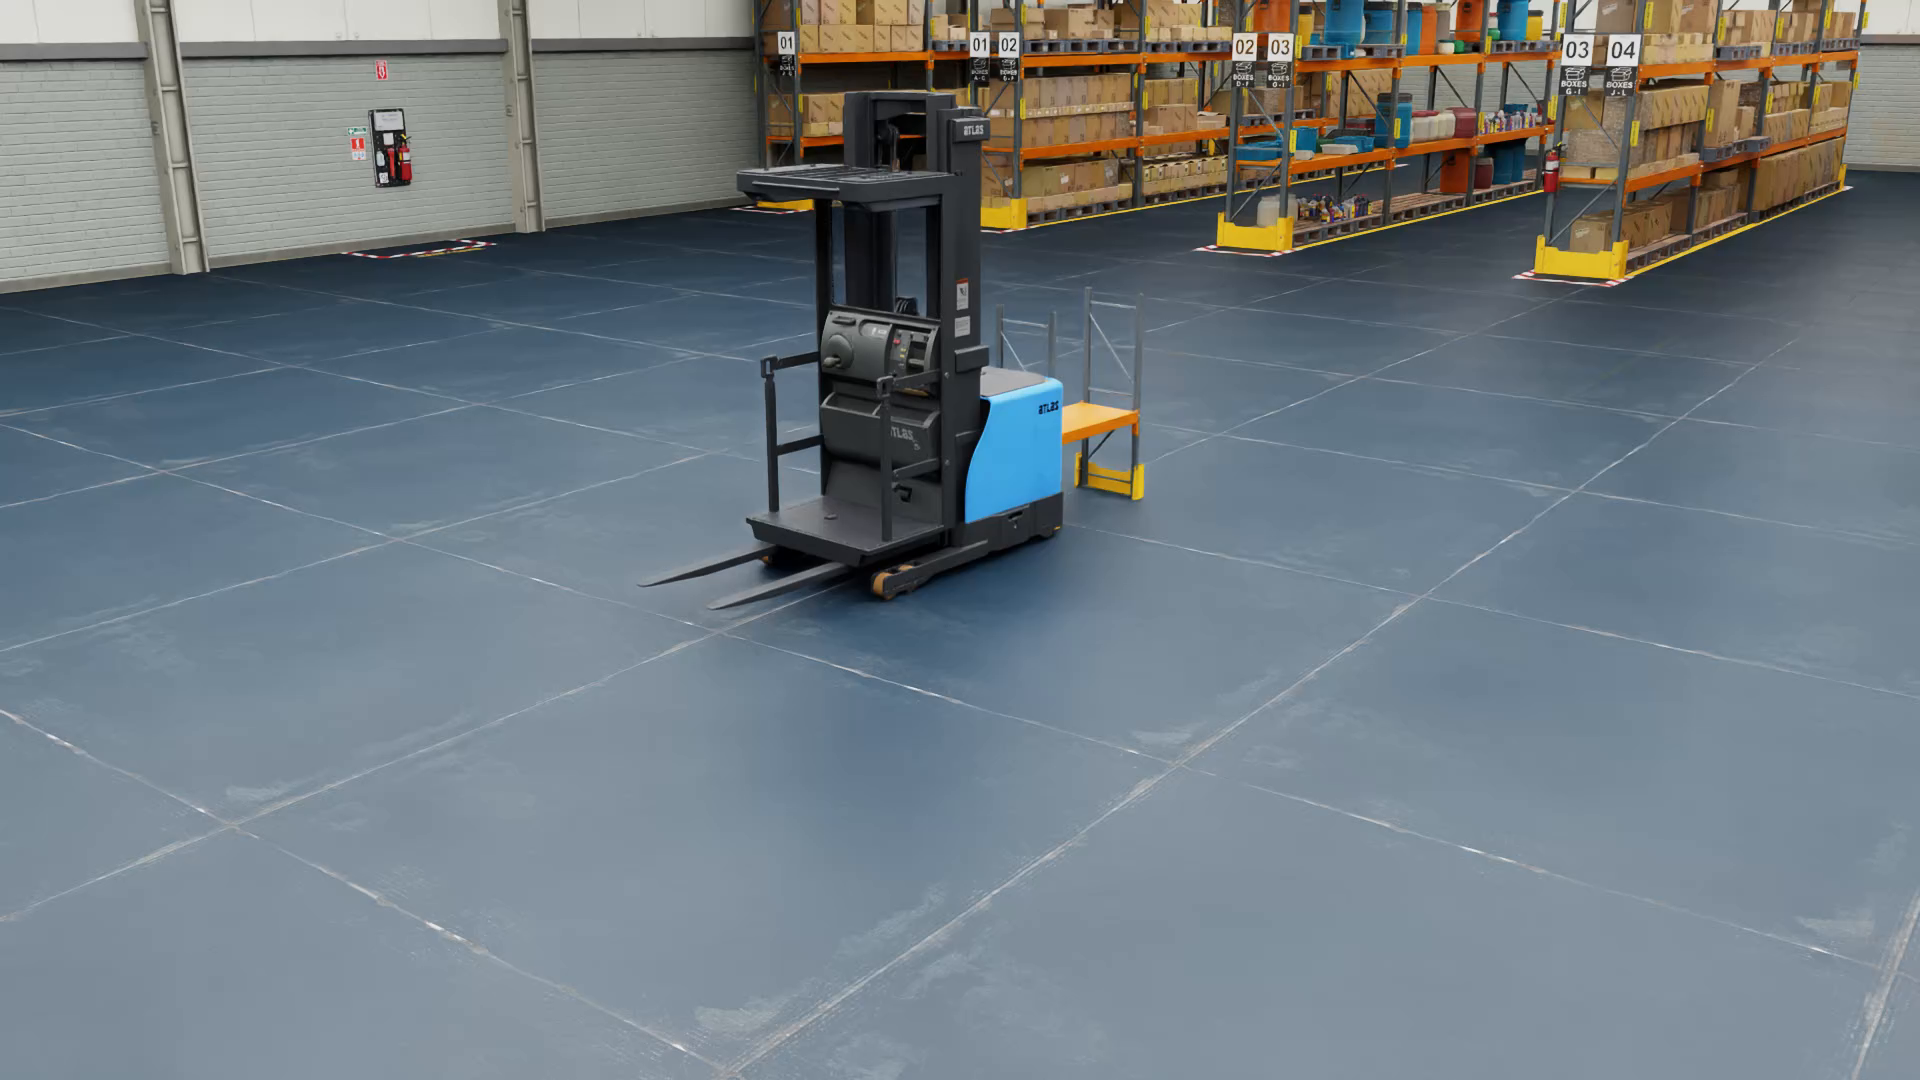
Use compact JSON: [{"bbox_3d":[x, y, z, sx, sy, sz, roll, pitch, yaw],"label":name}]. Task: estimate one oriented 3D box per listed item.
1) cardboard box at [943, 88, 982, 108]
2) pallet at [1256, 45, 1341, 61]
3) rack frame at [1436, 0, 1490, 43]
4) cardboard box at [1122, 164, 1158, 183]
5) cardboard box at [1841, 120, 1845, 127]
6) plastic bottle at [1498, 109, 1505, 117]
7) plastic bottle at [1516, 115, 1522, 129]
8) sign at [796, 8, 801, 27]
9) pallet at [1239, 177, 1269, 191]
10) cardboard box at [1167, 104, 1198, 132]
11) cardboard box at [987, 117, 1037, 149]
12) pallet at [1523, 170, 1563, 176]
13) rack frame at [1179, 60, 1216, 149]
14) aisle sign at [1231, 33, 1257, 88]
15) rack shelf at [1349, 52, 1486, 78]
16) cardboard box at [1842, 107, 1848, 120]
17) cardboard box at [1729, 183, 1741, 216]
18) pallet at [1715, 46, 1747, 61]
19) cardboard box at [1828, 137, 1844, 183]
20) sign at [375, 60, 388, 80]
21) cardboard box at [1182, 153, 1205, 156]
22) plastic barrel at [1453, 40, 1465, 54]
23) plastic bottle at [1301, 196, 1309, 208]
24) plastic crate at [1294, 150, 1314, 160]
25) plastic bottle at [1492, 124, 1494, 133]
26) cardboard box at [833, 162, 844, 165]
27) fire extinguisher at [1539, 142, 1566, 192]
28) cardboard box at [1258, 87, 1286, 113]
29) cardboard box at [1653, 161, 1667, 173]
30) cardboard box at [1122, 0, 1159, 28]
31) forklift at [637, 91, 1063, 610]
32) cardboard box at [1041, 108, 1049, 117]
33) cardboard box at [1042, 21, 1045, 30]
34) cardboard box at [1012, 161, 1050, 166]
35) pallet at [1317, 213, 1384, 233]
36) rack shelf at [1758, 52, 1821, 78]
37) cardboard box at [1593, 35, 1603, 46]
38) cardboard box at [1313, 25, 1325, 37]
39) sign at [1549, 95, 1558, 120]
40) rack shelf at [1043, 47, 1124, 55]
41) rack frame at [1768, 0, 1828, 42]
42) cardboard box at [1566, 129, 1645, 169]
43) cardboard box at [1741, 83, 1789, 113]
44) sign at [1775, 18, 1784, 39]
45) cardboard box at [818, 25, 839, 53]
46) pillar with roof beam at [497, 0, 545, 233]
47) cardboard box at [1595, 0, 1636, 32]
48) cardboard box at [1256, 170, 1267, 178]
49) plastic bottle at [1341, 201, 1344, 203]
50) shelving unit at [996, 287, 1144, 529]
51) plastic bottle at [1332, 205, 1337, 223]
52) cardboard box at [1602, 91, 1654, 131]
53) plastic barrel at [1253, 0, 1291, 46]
[{"bbox_3d":[0.047,-9.350,35.386,0.700,0.500,0.500,16,24,42],"label":"cardboard box"},{"bbox_3d":[5.155,-7.502,25.604,1.003,0.211,1.213,12,21,35],"label":"pallet"},{"bbox_3d":[9.350,-10.750,30.688,1.000,3.000,0.127,12,21,35],"label":"rack frame"},{"bbox_3d":[3.437,-7.018,31.769,0.500,0.311,0.500,13,21,35],"label":"cardboard box"},{"bbox_3d":[17.993,-8.590,34.272,0.380,0.149,0.250,13,21,35],"label":"cardboard box"},{"bbox_3d":[11.239,-8.778,34.537,0.144,0.351,0.185,12,21,35],"label":"plastic bottle"},{"bbox_3d":[11.240,-8.421,33.511,0.152,0.276,0.135,12,21,35],"label":"plastic bottle"},{"bbox_3d":[-2.937,-9.485,30.196,0.100,0.325,0.005,12,21,35],"label":"sign"},{"bbox_3d":[5.849,-7.601,35.364,1.003,0.211,1.213,12,21,35],"label":"pallet"},{"bbox_3d":[4.387,-8.407,33.088,0.500,0.500,0.500,11,20,32],"label":"cardboard box"},{"bbox_3d":[0.896,-7.013,28.600,0.700,0.500,0.500,12,21,35],"label":"cardboard box"},{"bbox_3d":[12.867,-7.980,36.585,1.003,0.211,1.213,12,21,35],"label":"pallet"},{"bbox_3d":[6.160,-11.541,43.351,1.000,3.000,0.127,12,21,35],"label":"rack frame"},{"bbox_3d":[4.302,-7.257,25.170,0.394,0.787,0.004,12,21,35],"label":"aisle sign"},{"bbox_3d":[8.158,-8.498,29.706,1.077,0.370,4.000,12,21,35],"label":"rack shelf"},{"bbox_3d":[18.019,-8.824,34.351,0.500,0.250,0.500,12,21,34],"label":"cardboard box"},{"bbox_3d":[12.944,-5.863,28.540,0.700,0.500,0.500,11,20,32],"label":"cardboard box"},{"bbox_3d":[11.398,-7.528,25.688,1.213,0.211,1.003,12,21,35],"label":"pallet"},{"bbox_3d":[17.777,-7.935,34.612,0.875,0.875,0.875,12,21,35],"label":"cardboard box"},{"bbox_3d":[-8.814,-7.162,25.340,0.001,0.298,0.199,12,21,35],"label":"sign"},{"bbox_3d":[4.826,-7.844,34.427,0.500,0.311,0.500,13,22,37],"label":"cardboard box"},{"bbox_3d":[9.244,-9.176,30.938,0.294,0.245,0.294,0,17,0],"label":"plastic barrel"},{"bbox_3d":[5.786,-5.612,27.984,0.144,0.351,0.185,12,21,34],"label":"plastic bottle"},{"bbox_3d":[5.375,-6.010,25.984,0.298,0.136,0.250,12,21,35],"label":"plastic crate"},{"bbox_3d":[10.313,-8.001,32.286,0.097,0.201,0.097,0,17,0],"label":"plastic bottle"},{"bbox_3d":[-2.072,-7.197,32.836,0.700,0.500,0.500,11,20,31],"label":"cardboard box"},{"bbox_3d":[8.123,-5.122,22.810,0.296,0.674,0.183,12,21,35],"label":"fire extinguisher"},{"bbox_3d":[6.754,-9.531,36.000,0.700,0.500,0.500,7,19,21],"label":"cardboard box"},{"bbox_3d":[9.894,-5.351,23.839,0.380,0.149,0.250,12,21,35],"label":"cardboard box"},{"bbox_3d":[3.390,-9.868,31.186,0.500,0.500,0.500,13,21,35],"label":"cardboard box"},{"bbox_3d":[-0.641,-1.206,10.185,1.130,2.935,3.031,14,22,39],"label":"forklift"},{"bbox_3d":[1.319,-7.391,28.726,0.380,0.149,0.250,13,21,35],"label":"cardboard box"},{"bbox_3d":[1.413,-8.967,29.209,0.500,0.311,0.500,16,23,41],"label":"cardboard box"},{"bbox_3d":[1.272,-6.523,29.854,0.500,0.500,0.500,12,21,35],"label":"cardboard box"},{"bbox_3d":[6.533,-5.448,28.432,1.003,0.211,1.213,12,21,35],"label":"pallet"},{"bbox_3d":[14.519,-8.575,29.955,1.077,0.370,4.000,12,21,35],"label":"rack shelf"},{"bbox_3d":[8.476,-6.777,22.533,0.380,0.149,0.250,12,21,35],"label":"cardboard box"},{"bbox_3d":[8.247,-11.386,37.202,0.500,0.250,0.500,12,21,35],"label":"cardboard box"},{"bbox_3d":[8.127,-5.911,22.736,0.100,0.325,0.005,12,21,35],"label":"sign"},{"bbox_3d":[2.585,-11.201,38.411,1.077,0.370,4.000,12,21,35],"label":"rack shelf"},{"bbox_3d":[15.711,-10.828,30.938,1.000,3.000,0.127,12,21,35],"label":"rack frame"},{"bbox_3d":[8.911,-5.421,22.971,0.875,0.500,0.500,12,21,35],"label":"cardboard box"},{"bbox_3d":[14.561,-8.024,30.164,0.797,0.503,0.637,13,22,36],"label":"cardboard box"},{"bbox_3d":[13.762,-8.593,27.928,0.100,0.325,0.005,12,21,35],"label":"sign"},{"bbox_3d":[-2.625,-9.377,31.123,0.500,0.500,0.500,14,22,38],"label":"cardboard box"},{"bbox_3d":[-3.769,-8.725,24.167,9.100,9.000,0.400,12,21,35],"label":"pillar with roof beam"},{"bbox_3d":[9.281,-7.380,23.379,0.500,0.500,0.500,12,21,35],"label":"cardboard box"},{"bbox_3d":[6.182,-7.961,35.296,0.500,0.500,0.500,12,21,33],"label":"cardboard box"},{"bbox_3d":[6.410,-5.530,27.833,0.061,0.283,0.133,12,21,35],"label":"plastic bottle"},{"bbox_3d":[0.783,-0.966,11.826,0.587,1.500,1.083,14,22,39],"label":"shelving unit"},{"bbox_3d":[6.118,-5.345,27.258,0.097,0.271,0.097,0,17,0],"label":"plastic bottle"},{"bbox_3d":[9.107,-5.855,22.683,0.500,0.500,0.500,12,21,35],"label":"cardboard box"},{"bbox_3d":[4.771,-7.956,25.316,0.600,0.830,0.708,12,21,35],"label":"plastic barrel"}]
